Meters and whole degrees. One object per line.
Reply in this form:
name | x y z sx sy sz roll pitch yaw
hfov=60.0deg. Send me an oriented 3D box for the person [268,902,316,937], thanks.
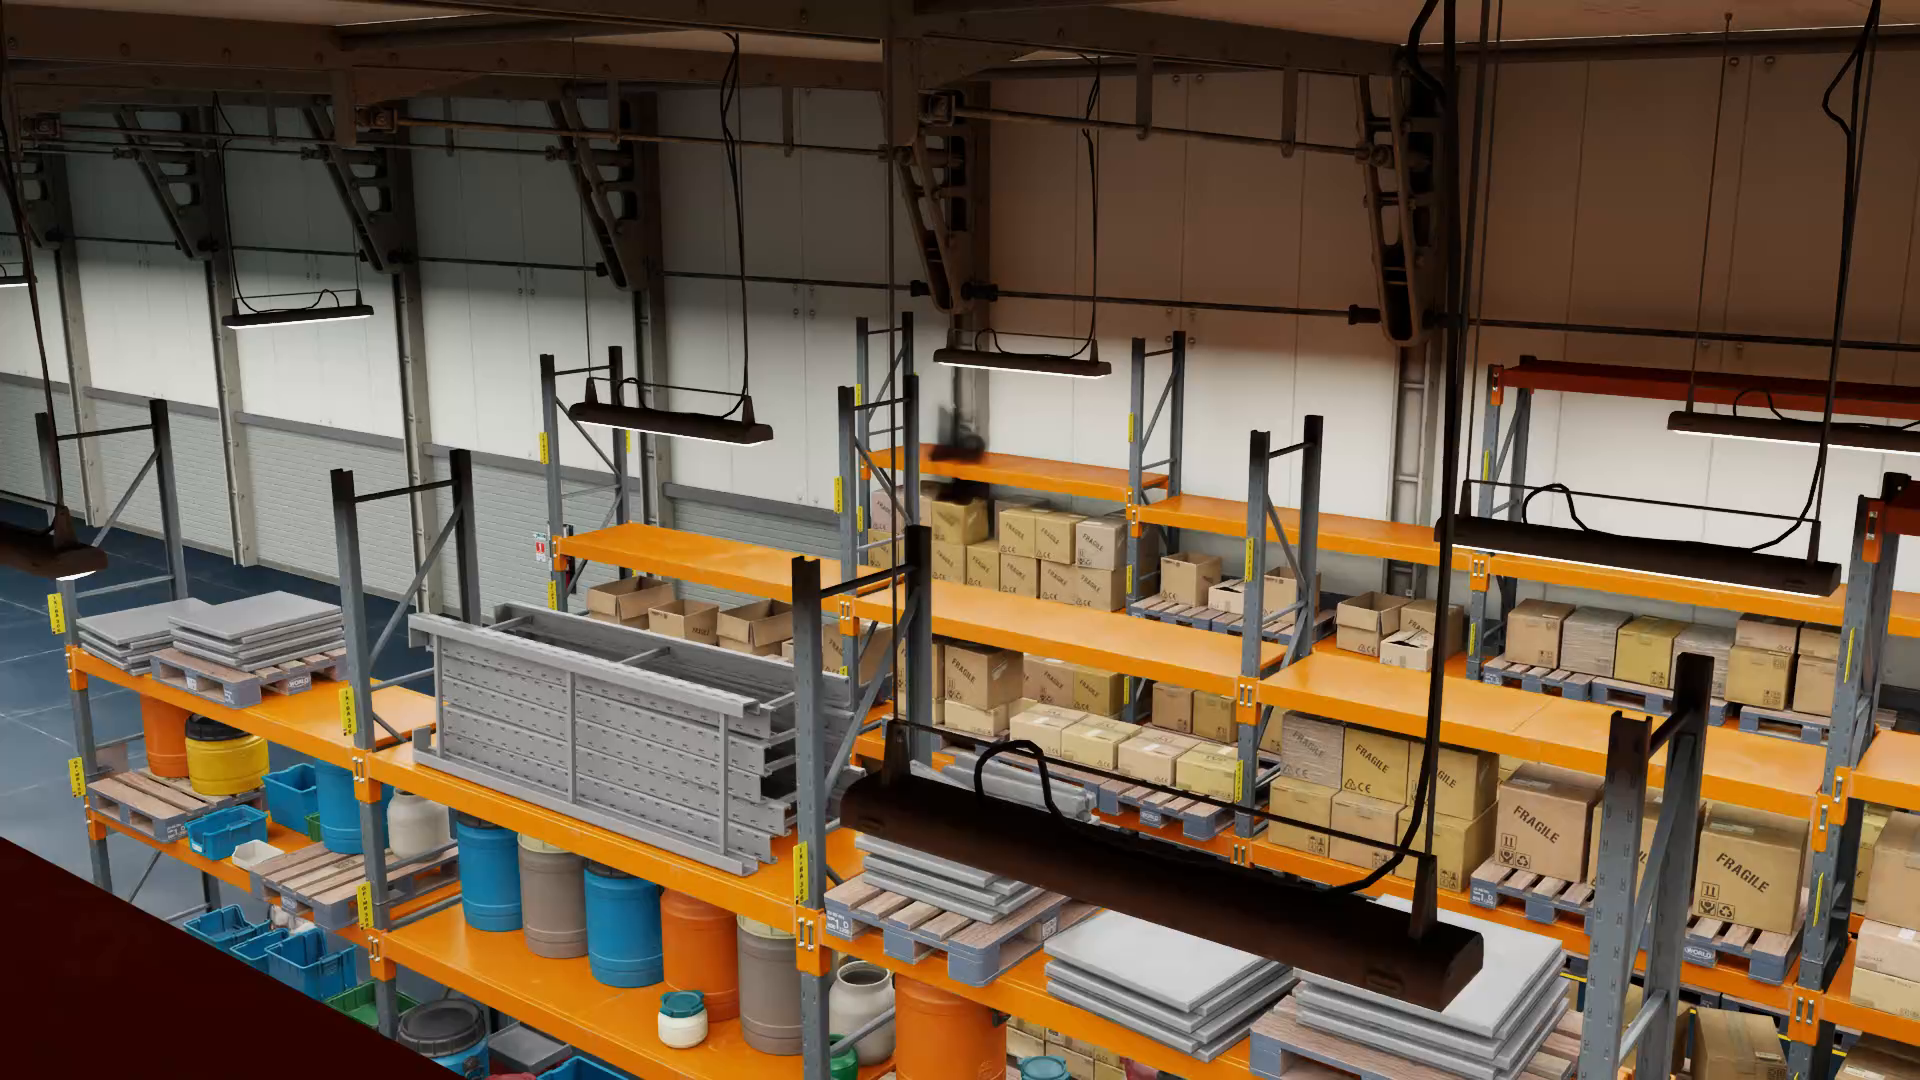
person | -6.161 3.744 15.554 0.703 1.673 0.617 4 14 15
